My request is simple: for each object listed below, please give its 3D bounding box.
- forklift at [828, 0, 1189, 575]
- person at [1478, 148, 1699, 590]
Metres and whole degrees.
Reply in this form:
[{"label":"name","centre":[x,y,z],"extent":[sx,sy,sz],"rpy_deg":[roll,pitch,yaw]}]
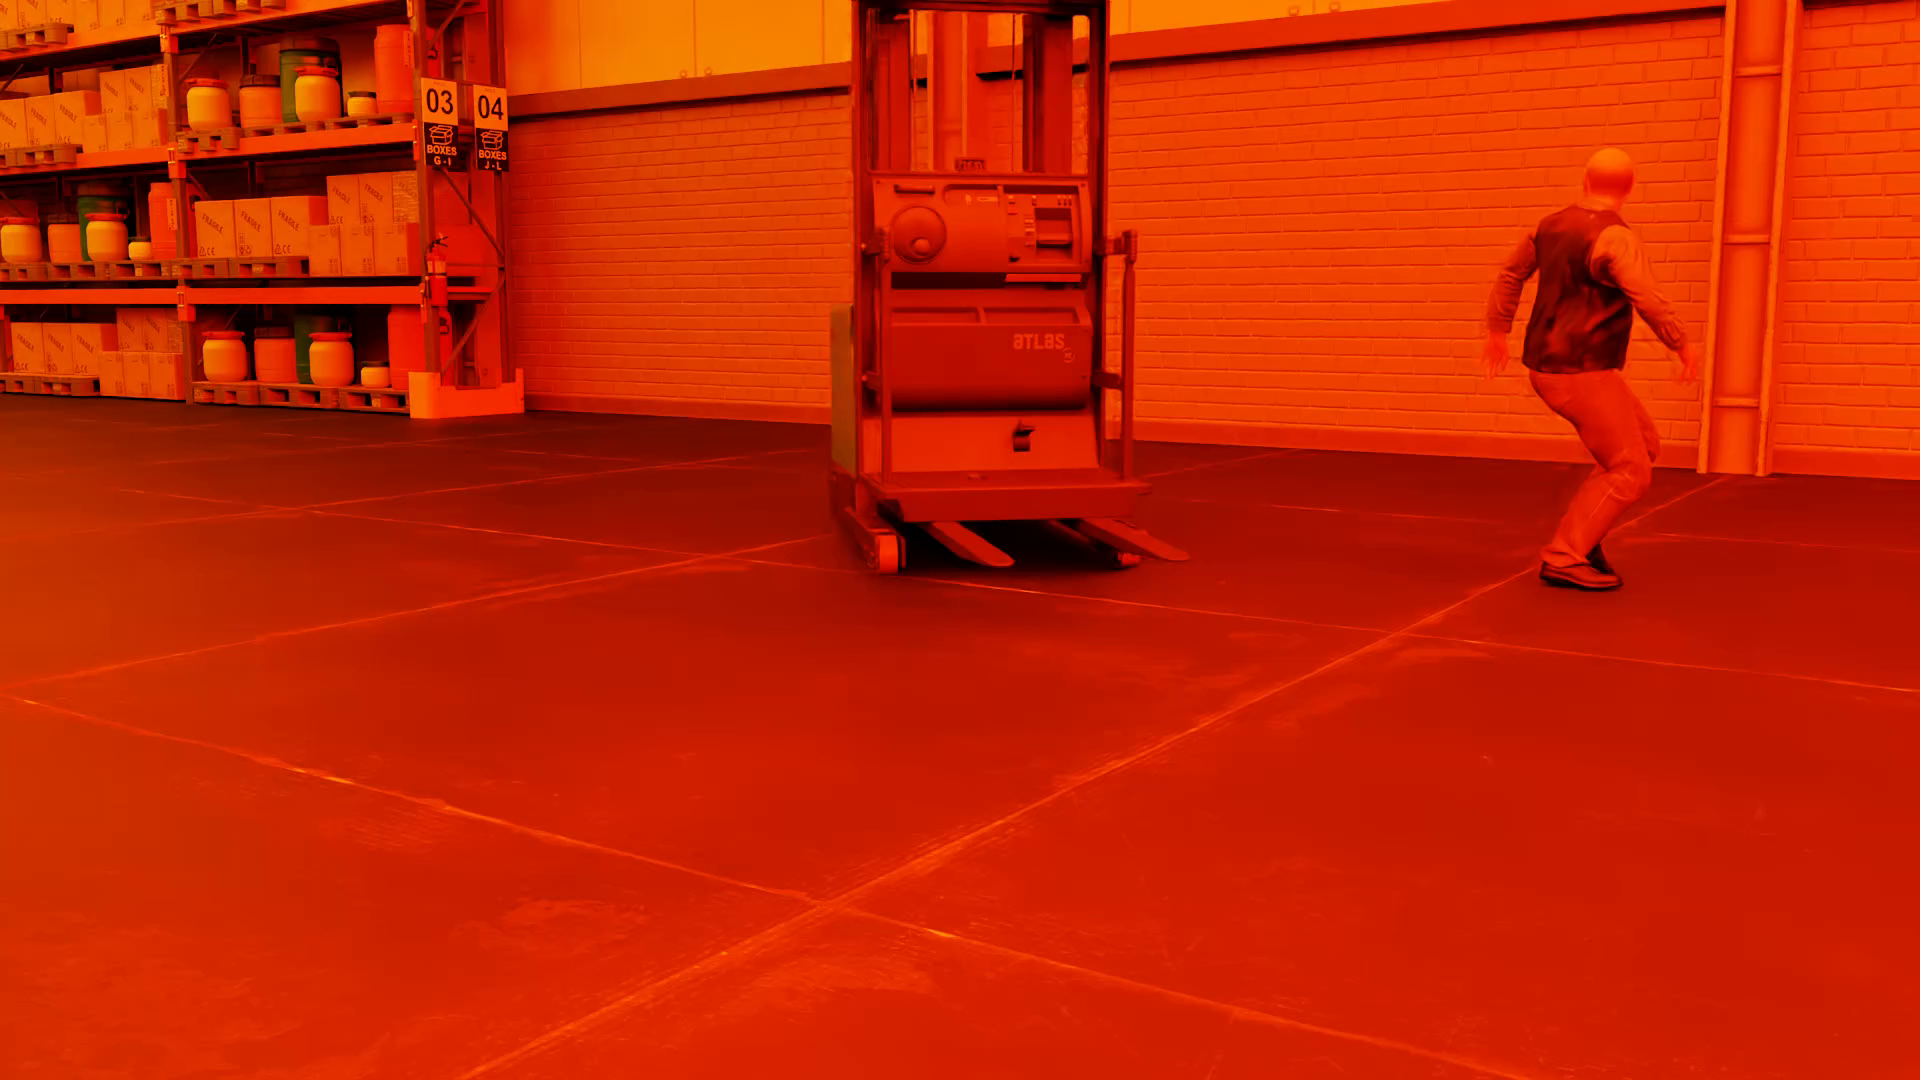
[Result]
[{"label":"forklift","centre":[0.140,-1.366,6.796],"extent":[1.130,2.935,3.031],"rpy_deg":[-2,8,-11]},{"label":"person","centre":[2.400,-0.637,6.333],"extent":[0.707,1.669,0.699],"rpy_deg":[1,8,5]}]
